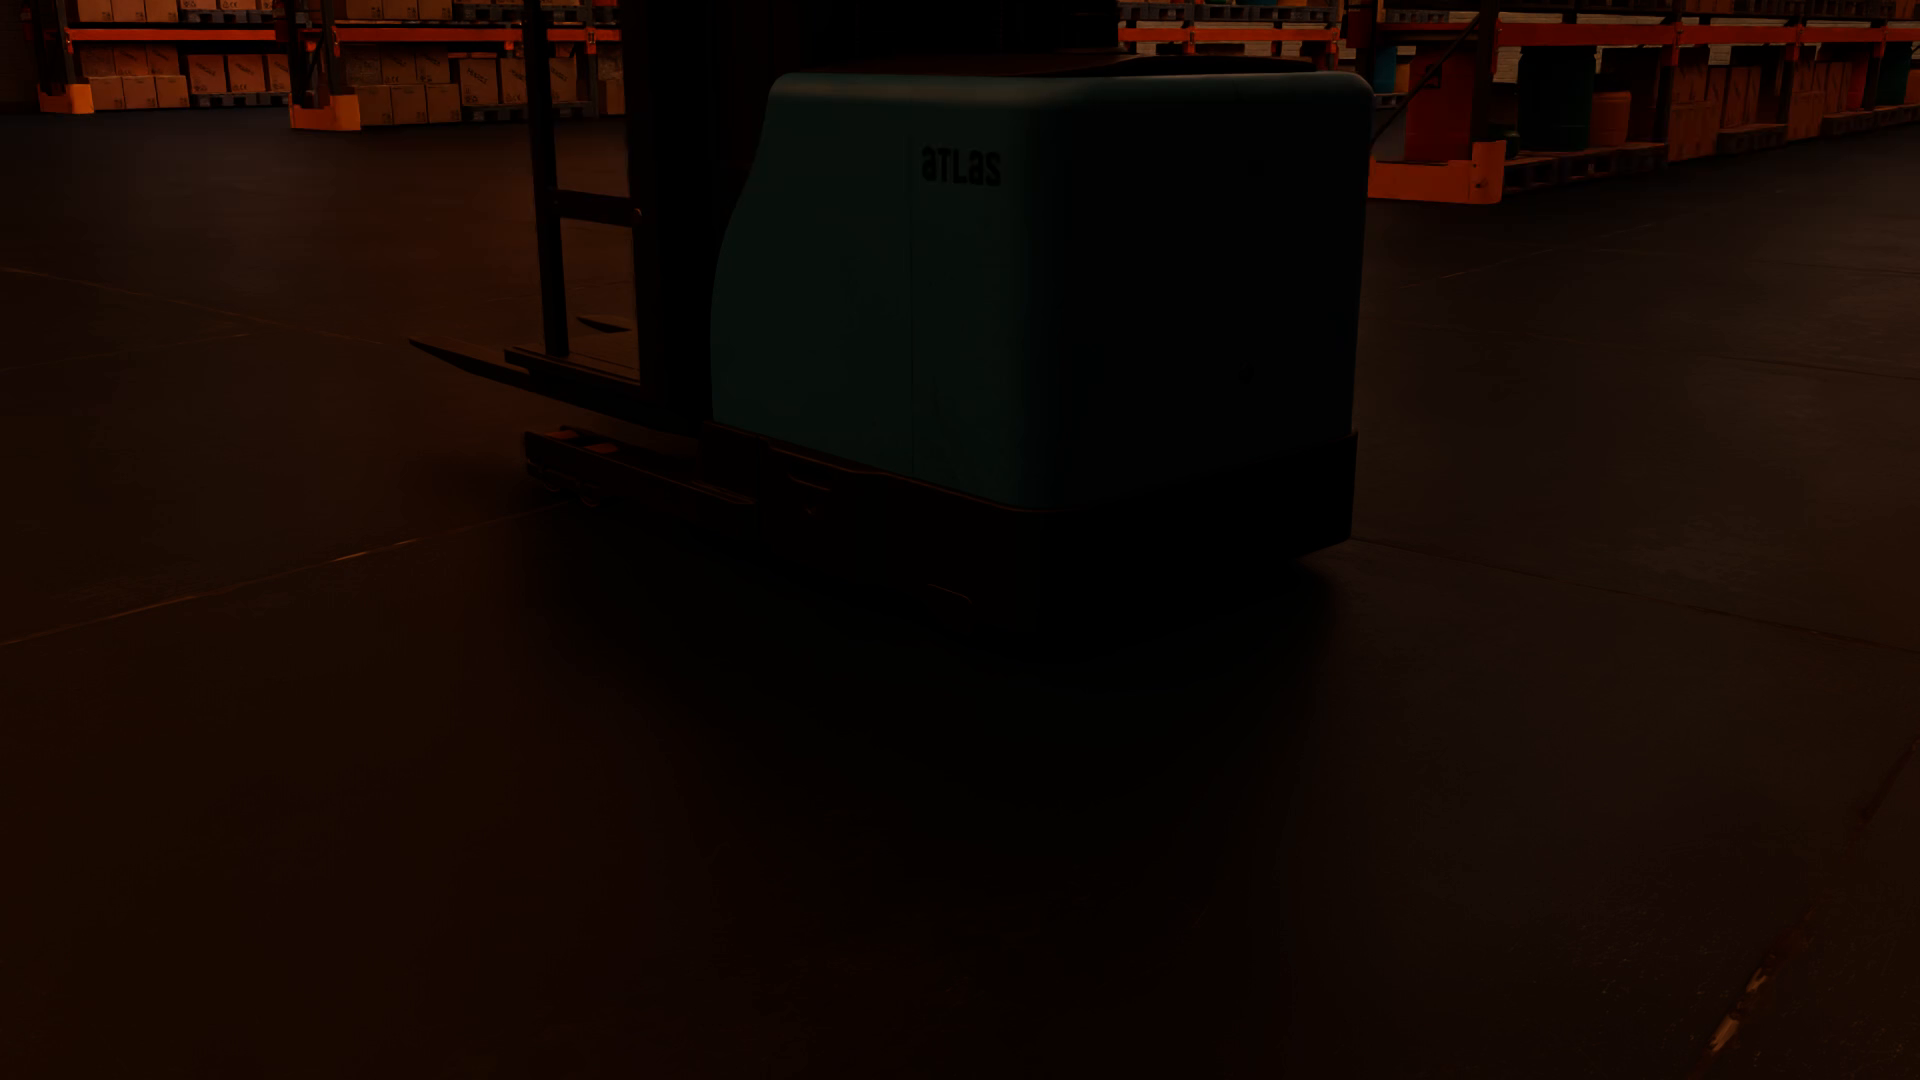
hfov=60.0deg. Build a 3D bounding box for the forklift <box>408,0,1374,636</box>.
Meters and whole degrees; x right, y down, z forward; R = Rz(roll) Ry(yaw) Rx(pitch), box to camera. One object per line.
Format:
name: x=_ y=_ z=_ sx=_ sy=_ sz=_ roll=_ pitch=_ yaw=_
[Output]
forklift: x=-0.487 y=-1.571 z=4.071 sx=1.130 sy=2.935 sz=3.031 roll=-15 pitch=22 yaw=-40
